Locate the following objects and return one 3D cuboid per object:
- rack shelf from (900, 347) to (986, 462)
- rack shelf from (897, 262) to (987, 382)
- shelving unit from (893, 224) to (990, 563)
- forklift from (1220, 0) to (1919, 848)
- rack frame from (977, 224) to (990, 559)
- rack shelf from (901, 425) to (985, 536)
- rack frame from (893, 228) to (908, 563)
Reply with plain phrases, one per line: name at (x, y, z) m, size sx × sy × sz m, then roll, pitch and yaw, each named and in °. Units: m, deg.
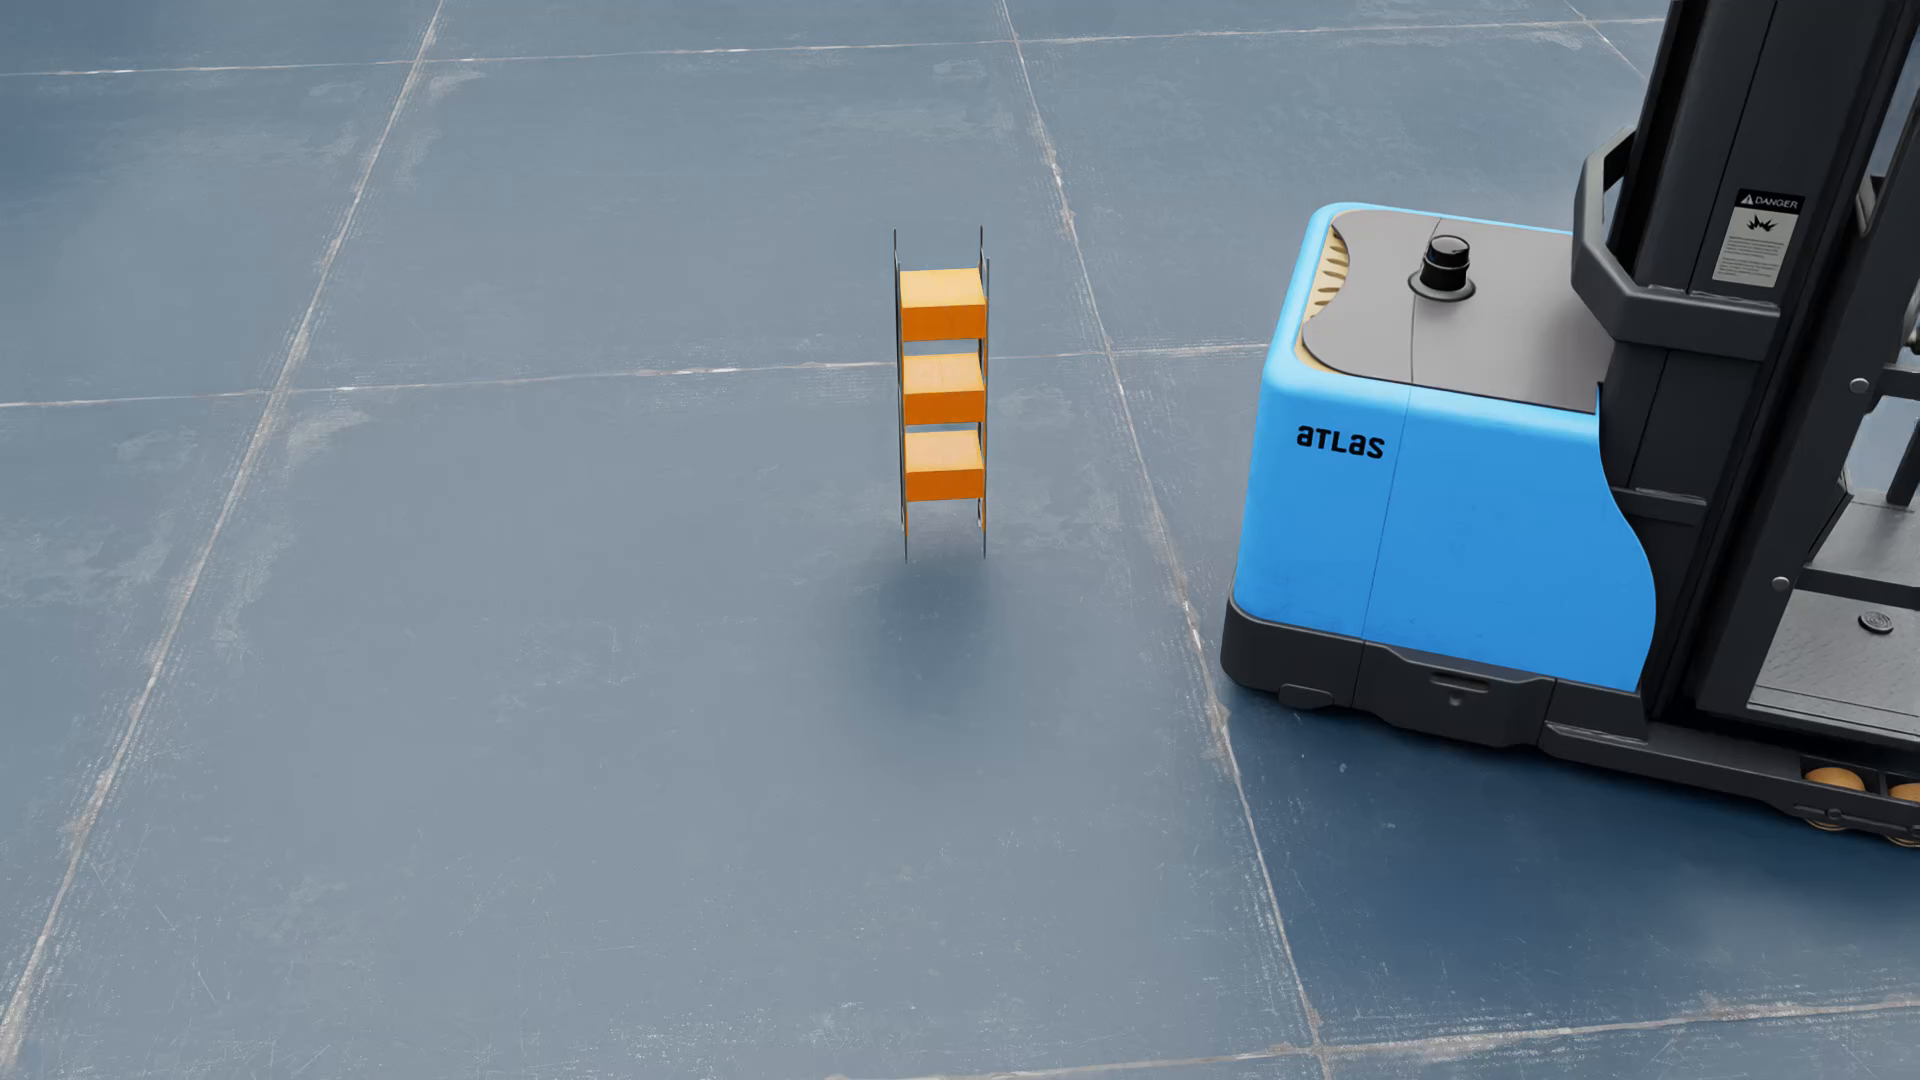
rack shelf at (-0.053, -0.401, 4.928) m, size 0.240 × 0.259 × 0.215 m, roll -3°, pitch 38°, yaw -4°
rack shelf at (-0.053, -0.624, 4.752) m, size 0.240 × 0.259 × 0.215 m, roll -3°, pitch 38°, yaw -4°
shelving unit at (-0.053, -0.409, 4.921) m, size 0.252 × 1.050 × 0.215 m, roll -3°, pitch 38°, yaw -4°
forklift at (2.310, -0.735, 3.815) m, size 3.031 × 2.935 × 1.130 m, roll 11°, pitch 40°, yaw 13°
rack frame at (0.068, -0.416, 4.930) m, size 0.008 × 1.050 × 0.200 m, roll -3°, pitch 38°, yaw -4°
rack shelf at (-0.053, -0.183, 5.100) m, size 0.240 × 0.259 × 0.215 m, roll -3°, pitch 38°, yaw -4°
rack frame at (-0.175, -0.403, 4.913) m, size 0.008 × 1.050 × 0.200 m, roll -3°, pitch 38°, yaw -4°
